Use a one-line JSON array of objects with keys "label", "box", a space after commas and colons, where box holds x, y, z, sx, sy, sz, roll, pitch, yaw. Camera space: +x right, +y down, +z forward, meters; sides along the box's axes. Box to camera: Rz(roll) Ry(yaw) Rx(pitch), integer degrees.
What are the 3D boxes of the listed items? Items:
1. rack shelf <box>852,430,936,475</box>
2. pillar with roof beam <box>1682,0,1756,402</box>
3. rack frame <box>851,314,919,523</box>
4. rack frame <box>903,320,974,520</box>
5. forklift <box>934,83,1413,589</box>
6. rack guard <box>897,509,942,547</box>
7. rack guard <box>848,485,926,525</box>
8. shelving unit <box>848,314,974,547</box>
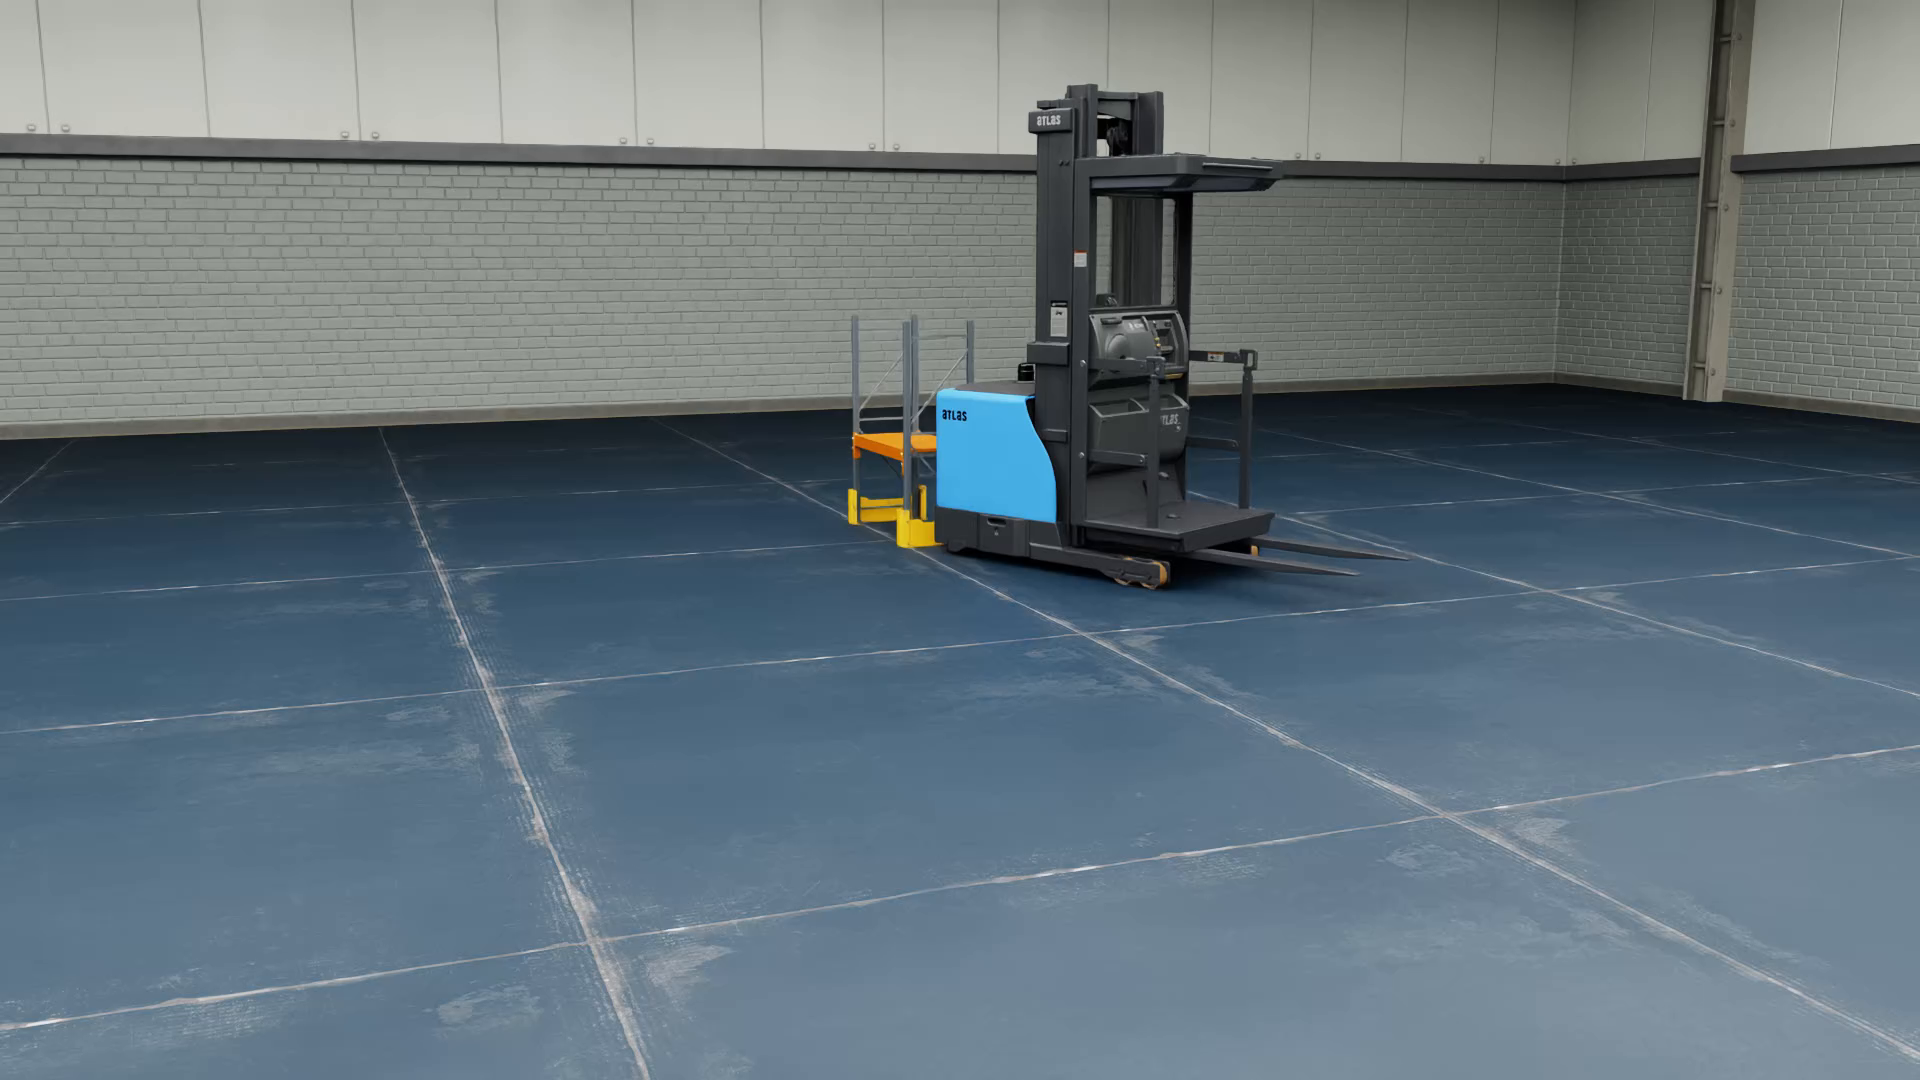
[{"label": "rack shelf", "box": [-0.340, -0.620, 11.649, 0.538, 0.185, 1.000, -4, 11, -23]}, {"label": "pillar with roof beam", "box": [5.649, -5.973, 19.302, 9.100, 9.000, 0.400, -4, 11, -21]}, {"label": "rack frame", "box": [-0.539, -0.879, 12.078, 0.500, 1.500, 0.032, -4, 11, -23]}, {"label": "rack frame", "box": [-0.142, -0.715, 11.156, 0.500, 1.500, 0.032, -4, 11, -23]}, {"label": "forklift", "box": [1.262, -1.255, 10.108, 3.031, 2.935, 1.130, 9, 13, 41]}, {"label": "rack guard", "box": [-0.143, -0.100, 11.267, 0.587, 0.250, 0.087, -4, 11, -23]}, {"label": "rack guard", "box": [-0.531, -0.260, 12.170, 0.587, 0.250, 0.087, -4, 11, -23]}, {"label": "shelving unit", "box": [-0.337, -0.795, 11.609, 0.587, 1.500, 1.083, -4, 11, -23]}]
